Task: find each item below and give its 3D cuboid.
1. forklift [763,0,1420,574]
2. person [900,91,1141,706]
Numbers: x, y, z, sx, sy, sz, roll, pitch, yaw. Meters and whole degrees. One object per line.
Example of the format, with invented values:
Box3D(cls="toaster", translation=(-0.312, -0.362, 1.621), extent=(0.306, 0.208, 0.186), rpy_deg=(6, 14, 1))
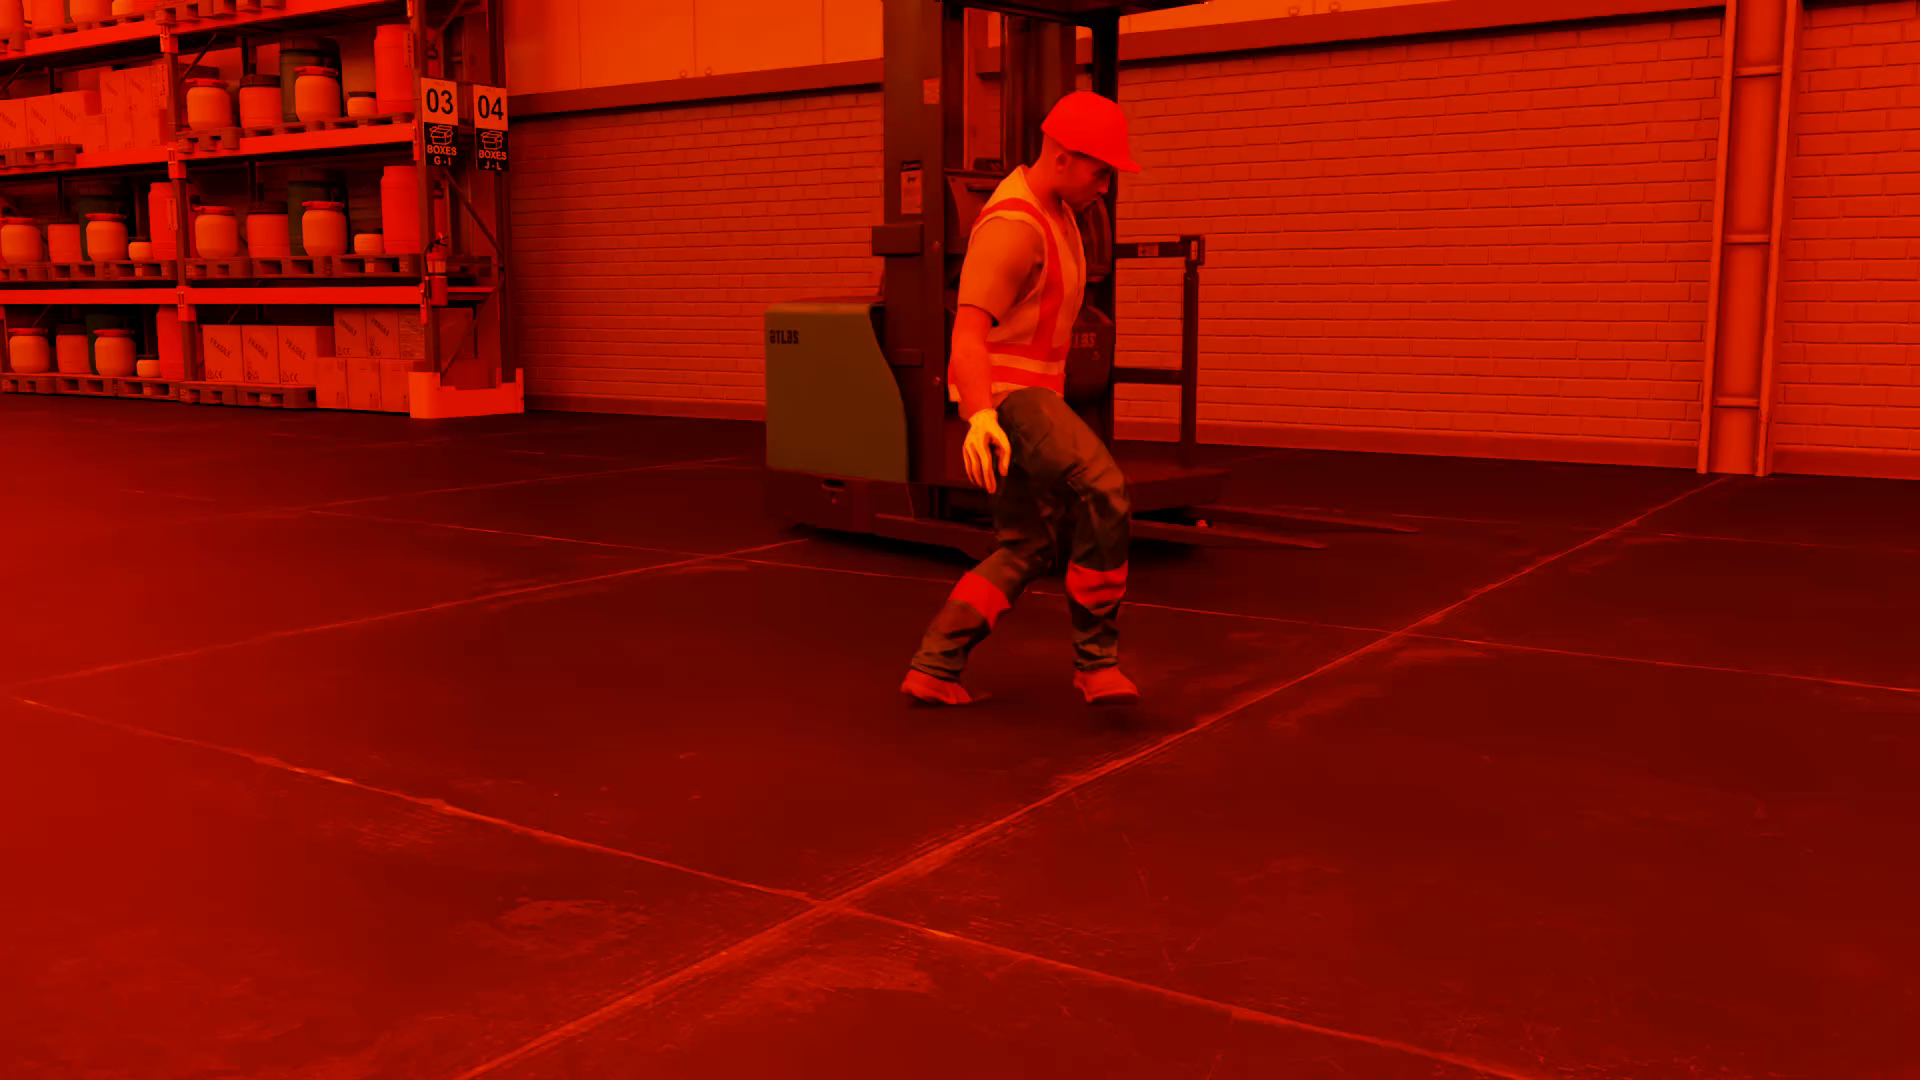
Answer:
Box3D(cls="forklift", translation=(0.453, -1.389, 6.958), extent=(1.130, 2.935, 3.031), rpy_deg=(-8, 11, -43))
Box3D(cls="person", translation=(0.194, -0.338, 4.560), extent=(0.653, 1.677, 1.230), rpy_deg=(1, 8, 9))
